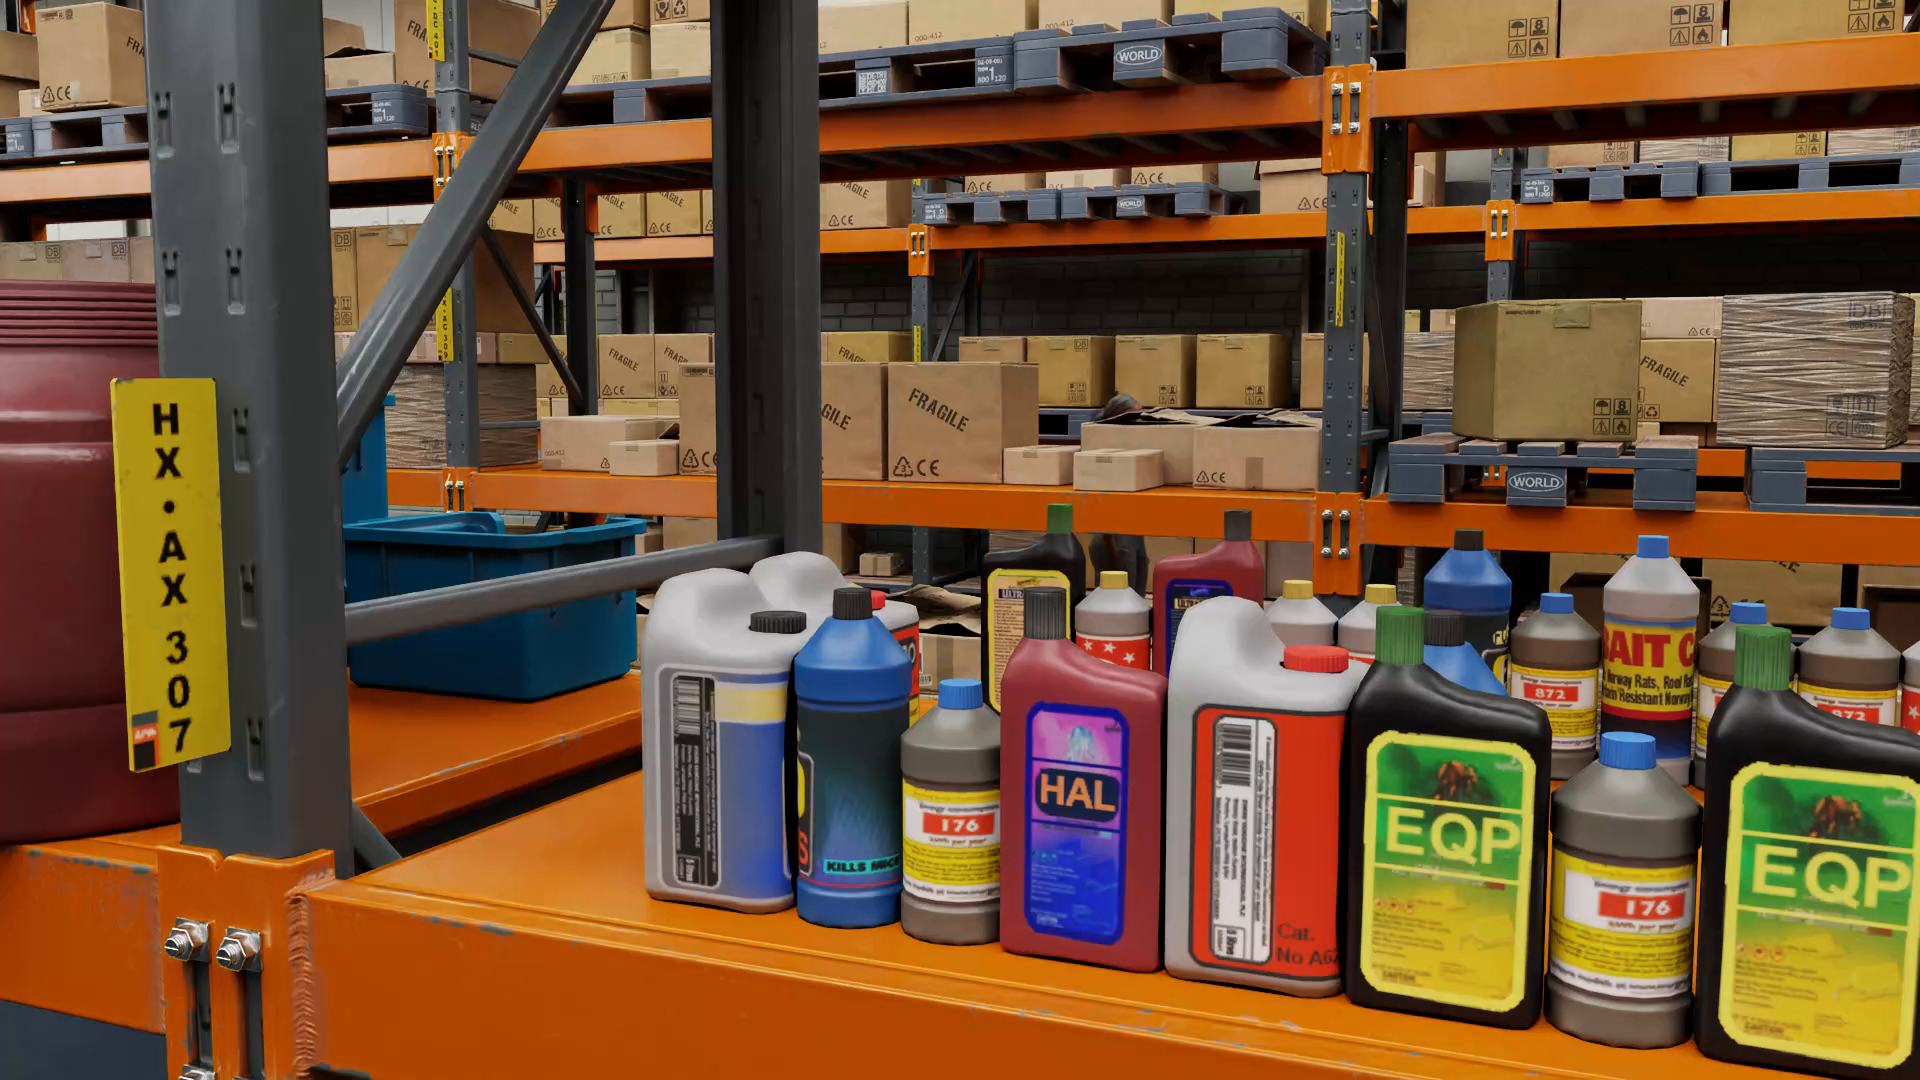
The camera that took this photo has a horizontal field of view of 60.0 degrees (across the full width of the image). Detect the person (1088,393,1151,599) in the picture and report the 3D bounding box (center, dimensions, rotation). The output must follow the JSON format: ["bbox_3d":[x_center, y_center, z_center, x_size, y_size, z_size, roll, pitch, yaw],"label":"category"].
[{"bbox_3d":[0.853,0.068,8.765,0.307,1.650,0.437,3,6,25],"label":"person"}]
